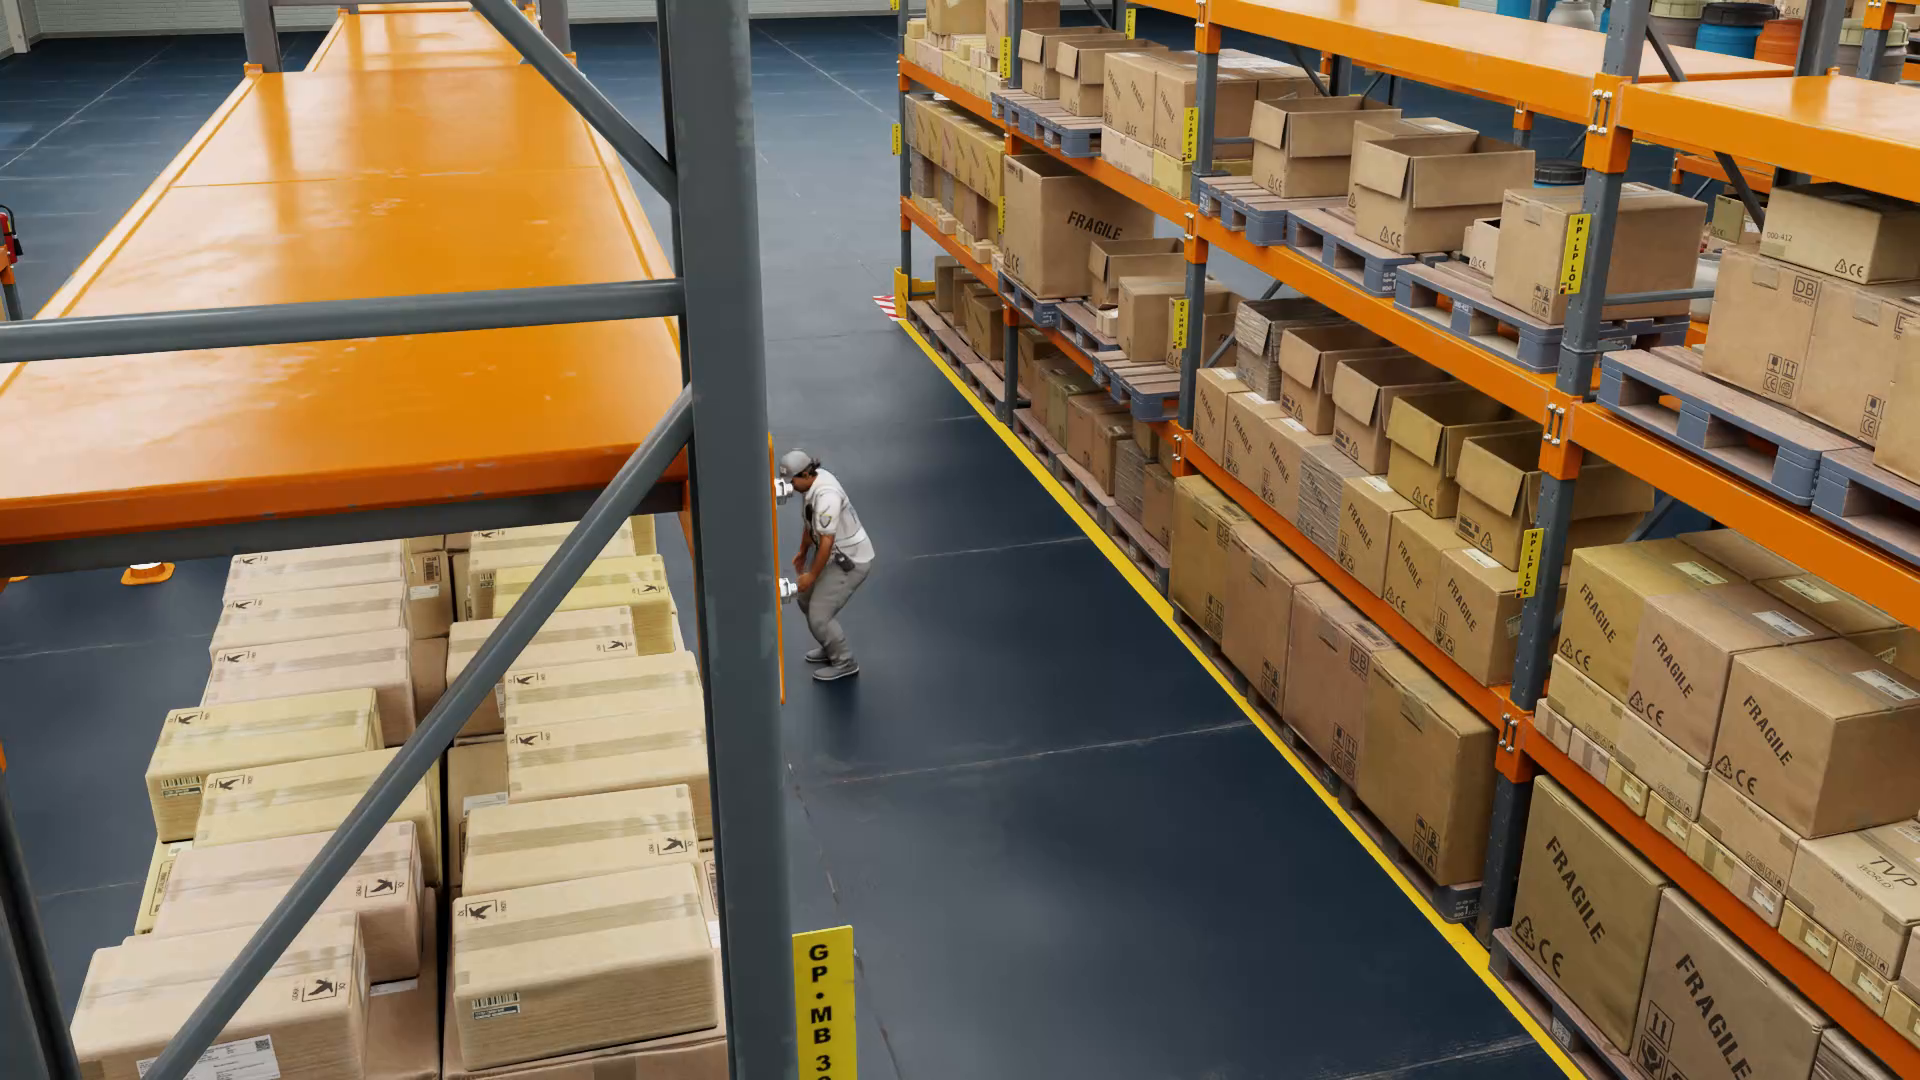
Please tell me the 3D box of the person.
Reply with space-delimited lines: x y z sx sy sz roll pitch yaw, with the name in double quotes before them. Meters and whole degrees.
"person" -0.846 0.144 10.499 0.611 1.523 0.522 -6 24 -14
